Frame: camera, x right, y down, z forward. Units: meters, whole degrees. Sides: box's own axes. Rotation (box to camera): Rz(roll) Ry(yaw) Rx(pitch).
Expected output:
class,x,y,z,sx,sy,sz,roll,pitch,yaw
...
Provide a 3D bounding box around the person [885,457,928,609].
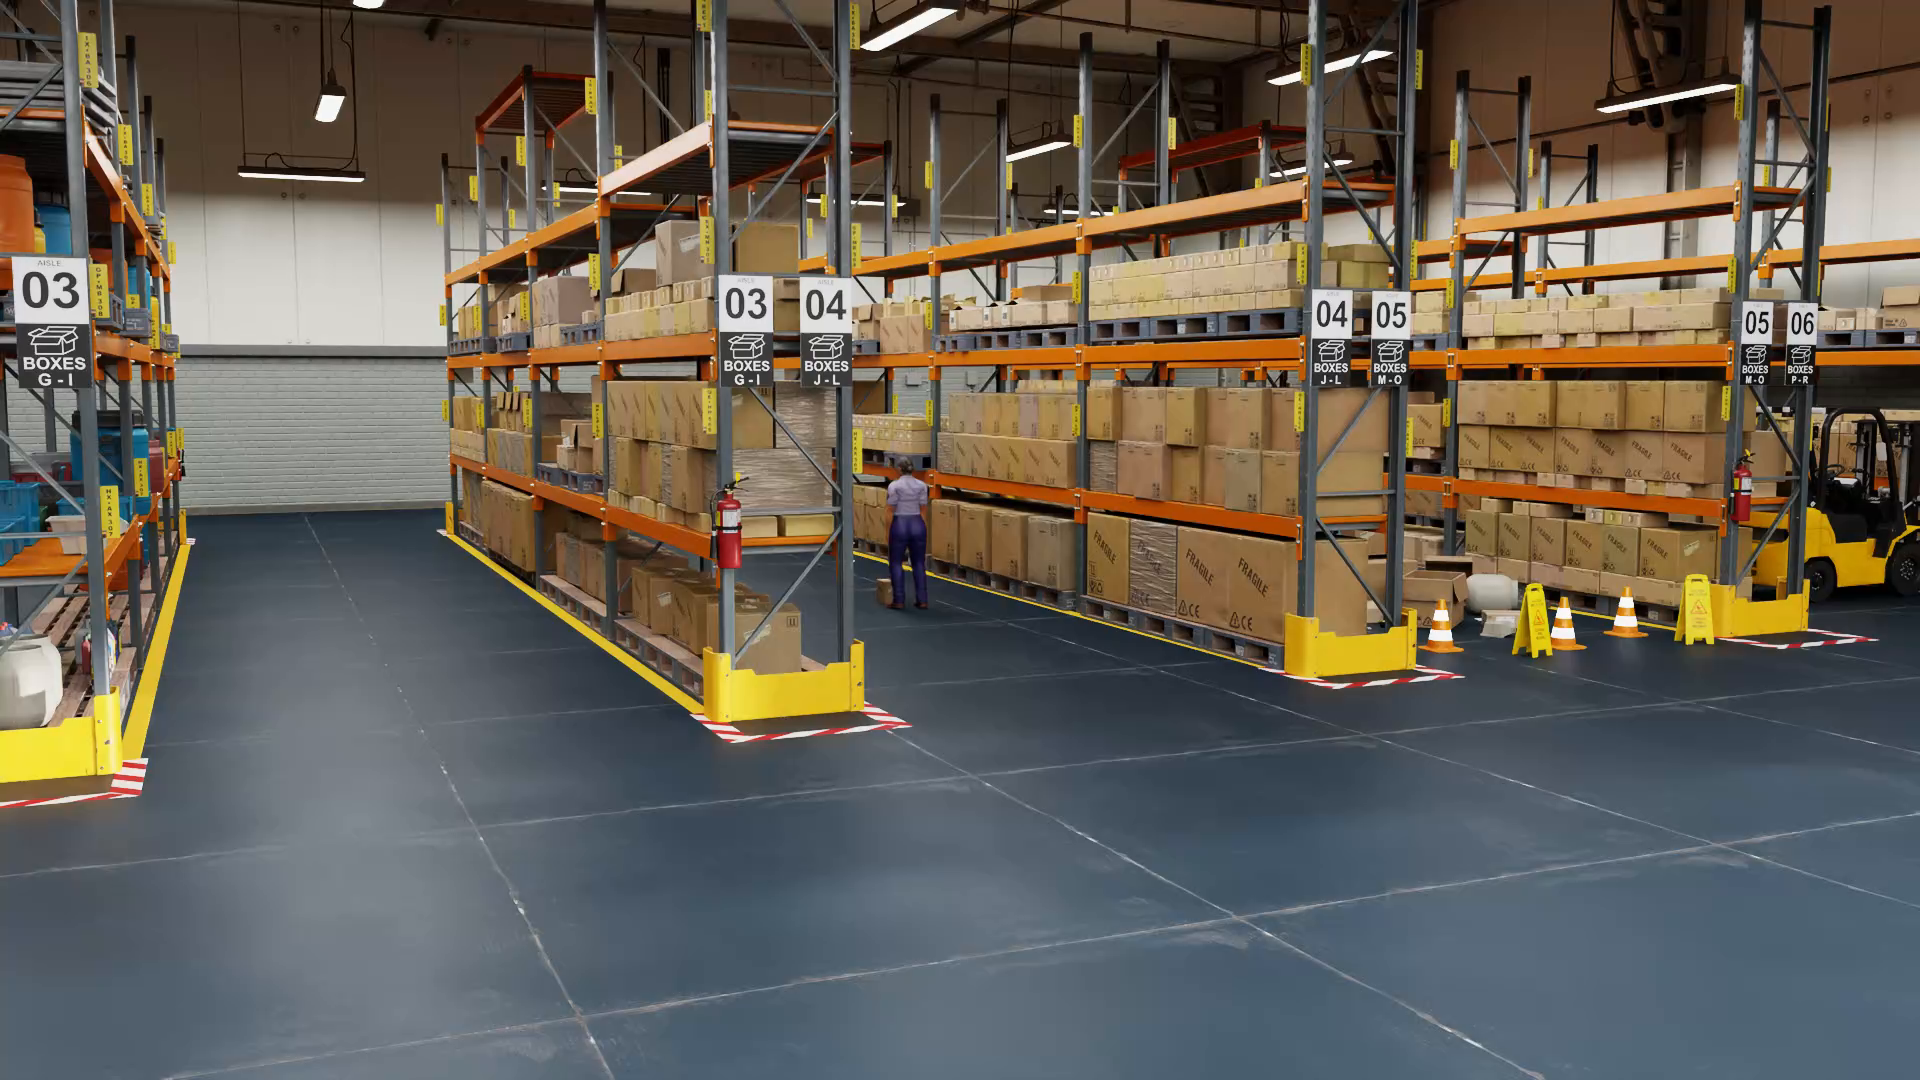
class,x,y,z,sx,sy,sz,roll,pitch,yaw
person,-0.589,-0.079,17.942,0.469,1.645,0.342,-2,6,-22
